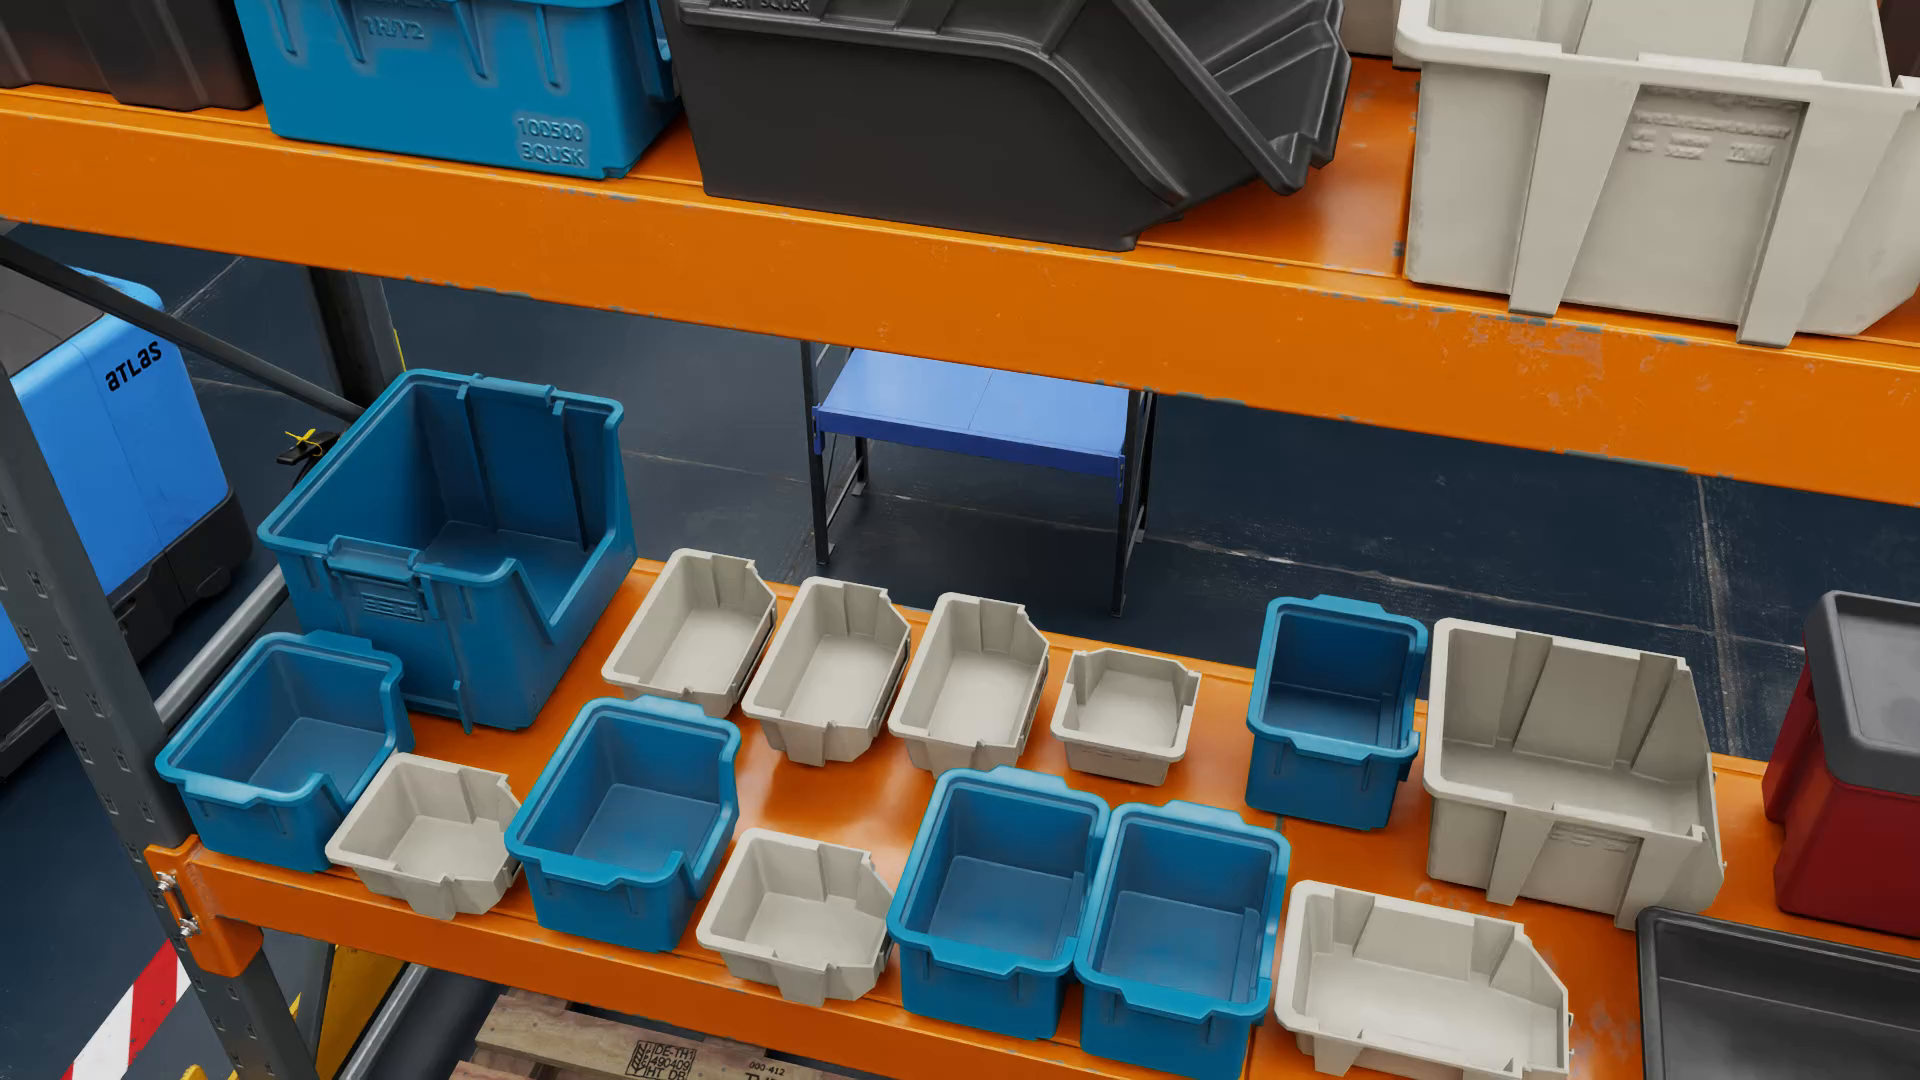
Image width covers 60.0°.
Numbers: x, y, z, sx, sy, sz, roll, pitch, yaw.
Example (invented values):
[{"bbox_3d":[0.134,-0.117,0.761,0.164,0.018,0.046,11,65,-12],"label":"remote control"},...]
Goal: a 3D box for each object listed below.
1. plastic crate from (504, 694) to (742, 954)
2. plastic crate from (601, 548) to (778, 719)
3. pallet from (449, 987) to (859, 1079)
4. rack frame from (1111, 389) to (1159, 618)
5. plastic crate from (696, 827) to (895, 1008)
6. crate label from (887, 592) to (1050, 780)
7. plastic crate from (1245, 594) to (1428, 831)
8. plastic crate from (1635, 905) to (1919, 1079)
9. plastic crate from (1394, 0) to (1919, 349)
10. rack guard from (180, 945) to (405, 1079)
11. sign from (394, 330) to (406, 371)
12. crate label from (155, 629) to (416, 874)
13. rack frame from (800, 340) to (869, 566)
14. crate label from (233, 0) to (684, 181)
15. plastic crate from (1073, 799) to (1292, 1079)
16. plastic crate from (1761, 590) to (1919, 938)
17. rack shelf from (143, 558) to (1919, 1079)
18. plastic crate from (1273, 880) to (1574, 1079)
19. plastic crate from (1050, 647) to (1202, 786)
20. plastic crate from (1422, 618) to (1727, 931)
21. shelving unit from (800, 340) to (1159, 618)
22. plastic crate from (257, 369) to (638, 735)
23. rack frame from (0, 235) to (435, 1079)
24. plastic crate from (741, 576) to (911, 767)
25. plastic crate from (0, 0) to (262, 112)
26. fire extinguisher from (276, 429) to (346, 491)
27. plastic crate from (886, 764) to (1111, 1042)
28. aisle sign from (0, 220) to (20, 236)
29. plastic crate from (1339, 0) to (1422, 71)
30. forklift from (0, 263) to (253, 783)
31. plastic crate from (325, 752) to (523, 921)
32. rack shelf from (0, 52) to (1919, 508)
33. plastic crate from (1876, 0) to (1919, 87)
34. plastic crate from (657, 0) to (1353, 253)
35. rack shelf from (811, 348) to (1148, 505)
[{"bbox_3d":[-0.568,0.504,2.901,0.300,0.233,0.416,10,41,11],"label":"plastic crate"},{"bbox_3d":[-0.522,0.209,3.327,0.243,0.136,0.396,10,41,11],"label":"plastic crate"},{"bbox_3d":[-0.570,1.337,3.994,1.213,0.211,1.003,10,41,11],"label":"pallet"},{"bbox_3d":[0.573,-0.476,5.150,0.032,1.500,0.500,10,41,11],"label":"rack frame"},{"bbox_3d":[-0.260,0.649,2.804,0.298,0.136,0.250,10,41,11],"label":"plastic crate"},{"bbox_3d":[0.029,0.297,3.222,0.243,0.136,0.396,10,41,11],"label":"crate label"},{"bbox_3d":[0.693,0.331,3.107,0.300,0.233,0.416,10,41,11],"label":"plastic crate"},{"bbox_3d":[1.356,0.836,2.590,0.590,0.125,0.437,10,41,11],"label":"plastic crate"},{"bbox_3d":[0.704,-0.435,1.696,0.530,0.282,0.437,10,41,11],"label":"plastic crate"},{"bbox_3d":[-1.383,1.069,4.088,0.348,0.500,1.175,10,41,11],"label":"rack guard"},{"bbox_3d":[-1.230,-0.299,3.647,0.005,0.325,0.100,10,41,11],"label":"sign"},{"bbox_3d":[-1.204,0.394,3.032,0.303,0.233,0.416,10,41,11],"label":"crate label"},{"bbox_3d":[-0.409,-0.645,5.351,0.032,1.500,0.500,10,41,11],"label":"rack frame"},{"bbox_3d":[-0.549,-0.630,1.951,0.502,0.251,0.408,10,41,11],"label":"crate label"},{"bbox_3d":[0.358,0.663,2.712,0.300,0.233,0.416,10,41,11],"label":"plastic crate"},{"bbox_3d":[1.709,0.421,2.820,0.583,0.464,0.402,10,41,11],"label":"plastic crate"},{"bbox_3d":[0.575,0.716,3.125,4.000,0.370,1.077,10,41,11],"label":"rack shelf"},{"bbox_3d":[0.747,0.748,2.685,0.466,0.136,0.293,10,41,11],"label":"plastic crate"},{"bbox_3d":[0.320,0.335,3.177,0.250,0.136,0.298,10,41,11],"label":"plastic crate"},{"bbox_3d":[1.080,0.427,2.955,0.530,0.282,0.437,10,41,11],"label":"plastic crate"},{"bbox_3d":[0.082,-0.560,5.251,1.048,1.500,0.538,10,41,11],"label":"shelving unit"},{"bbox_3d":[-0.985,0.011,3.331,0.499,0.435,0.616,10,41,11],"label":"plastic crate"},{"bbox_3d":[-1.357,0.108,3.289,0.127,3.000,1.000,10,41,11],"label":"rack frame"},{"bbox_3d":[-0.246,0.266,3.259,0.243,0.136,0.396,10,41,11],"label":"plastic crate"},{"bbox_3d":[-1.057,-0.754,2.084,0.590,0.269,0.497,10,41,11],"label":"plastic crate"},{"bbox_3d":[-1.385,-0.027,3.800,0.183,0.674,0.296,10,41,11],"label":"fire extinguisher"},{"bbox_3d":[0.068,0.613,2.771,0.300,0.233,0.416,10,41,11],"label":"plastic crate"},{"bbox_3d":[-1.503,-0.715,2.248,0.004,0.787,0.394,10,41,11],"label":"aisle sign"},{"bbox_3d":[0.703,-0.751,2.184,0.530,0.136,0.437,10,41,11],"label":"plastic crate"},{"bbox_3d":[-3.418,-0.301,3.829,1.130,2.935,3.031,15,42,17],"label":"forklift"},{"bbox_3d":[-0.915,0.536,2.938,0.298,0.136,0.250,10,41,11],"label":"plastic crate"},{"bbox_3d":[0.575,-0.433,2.160,4.000,0.370,1.077,10,41,11],"label":"rack shelf"},{"bbox_3d":[1.378,-0.703,2.024,0.590,0.269,0.497,10,41,11],"label":"plastic crate"},{"bbox_3d":[0.048,-0.592,1.839,0.767,0.338,0.504,10,41,11],"label":"plastic crate"},{"bbox_3d":[0.082,-0.422,5.366,1.000,0.185,0.538,10,41,11],"label":"rack shelf"}]
